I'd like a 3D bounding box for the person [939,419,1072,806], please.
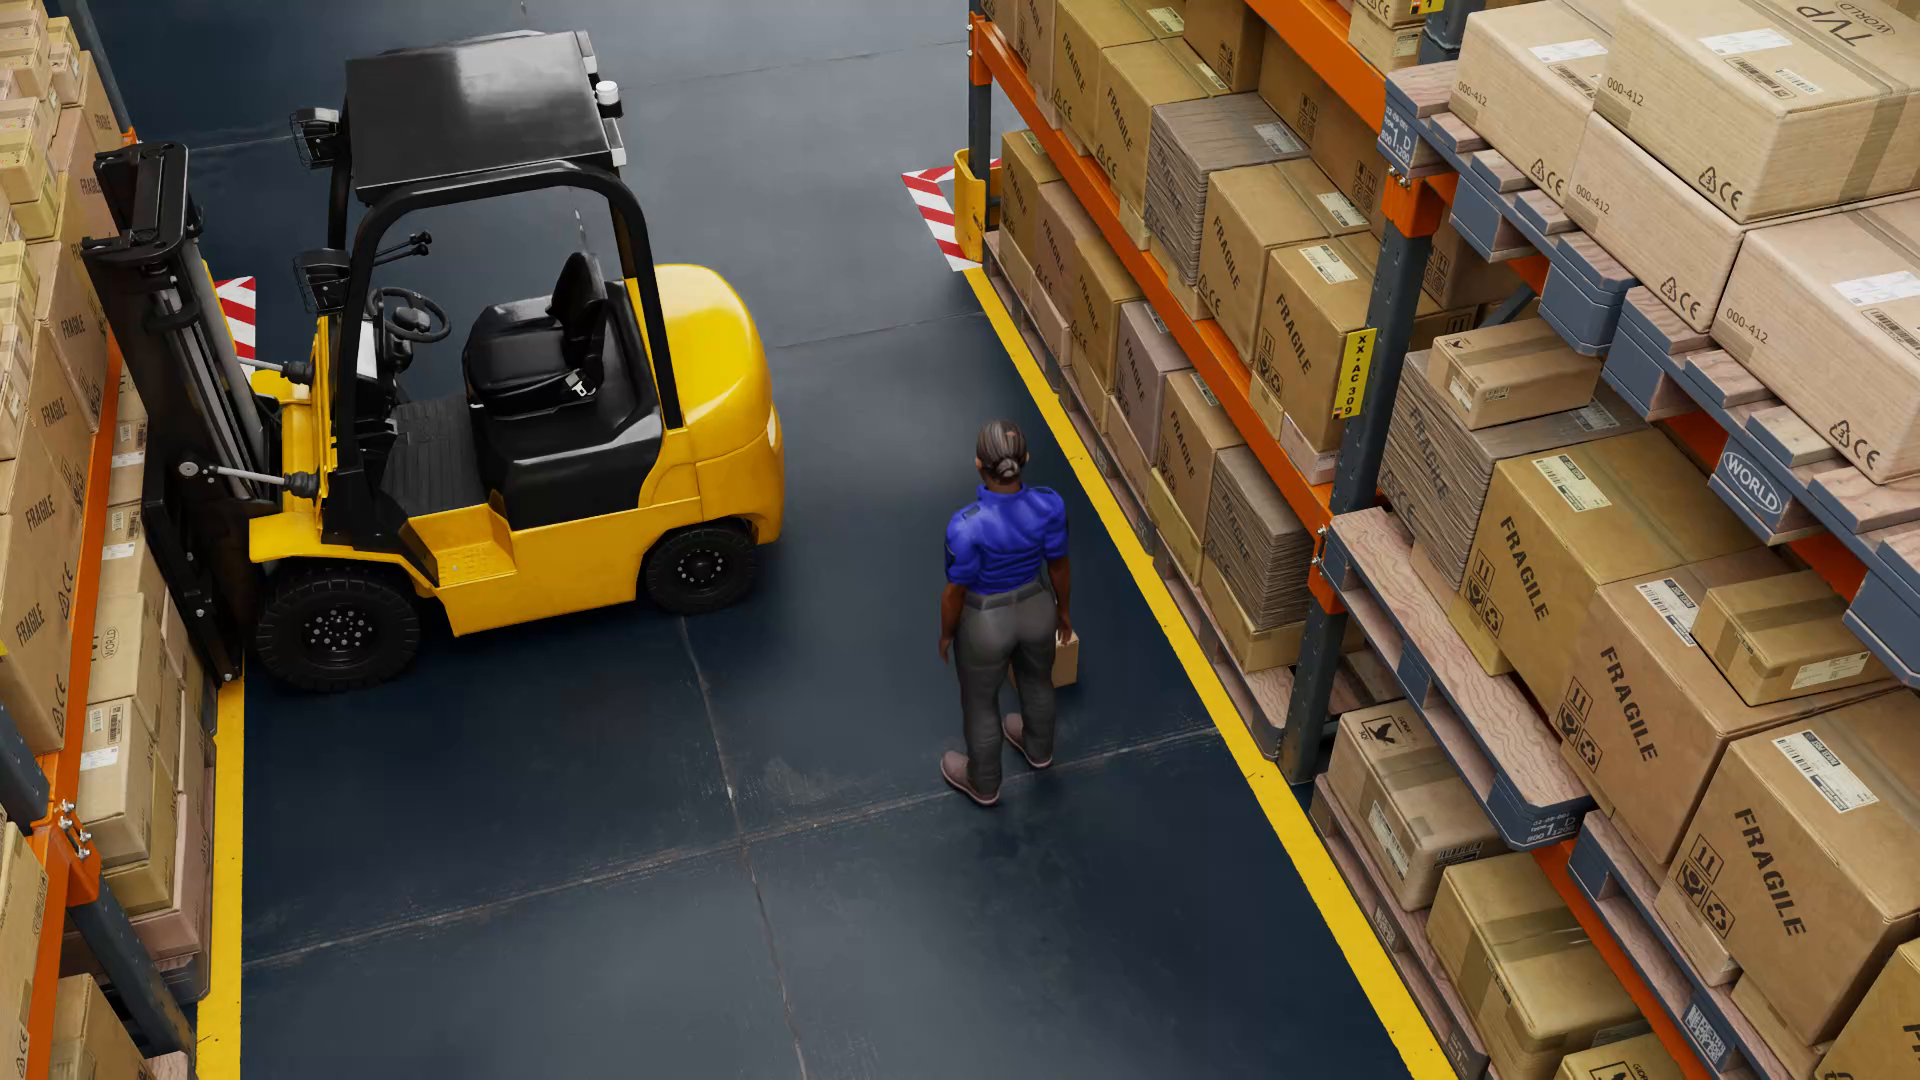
[{"bbox_3d":[0.139,0.263,5.856,0.481,1.646,0.382,-17,45,-18],"label":"person"}]
